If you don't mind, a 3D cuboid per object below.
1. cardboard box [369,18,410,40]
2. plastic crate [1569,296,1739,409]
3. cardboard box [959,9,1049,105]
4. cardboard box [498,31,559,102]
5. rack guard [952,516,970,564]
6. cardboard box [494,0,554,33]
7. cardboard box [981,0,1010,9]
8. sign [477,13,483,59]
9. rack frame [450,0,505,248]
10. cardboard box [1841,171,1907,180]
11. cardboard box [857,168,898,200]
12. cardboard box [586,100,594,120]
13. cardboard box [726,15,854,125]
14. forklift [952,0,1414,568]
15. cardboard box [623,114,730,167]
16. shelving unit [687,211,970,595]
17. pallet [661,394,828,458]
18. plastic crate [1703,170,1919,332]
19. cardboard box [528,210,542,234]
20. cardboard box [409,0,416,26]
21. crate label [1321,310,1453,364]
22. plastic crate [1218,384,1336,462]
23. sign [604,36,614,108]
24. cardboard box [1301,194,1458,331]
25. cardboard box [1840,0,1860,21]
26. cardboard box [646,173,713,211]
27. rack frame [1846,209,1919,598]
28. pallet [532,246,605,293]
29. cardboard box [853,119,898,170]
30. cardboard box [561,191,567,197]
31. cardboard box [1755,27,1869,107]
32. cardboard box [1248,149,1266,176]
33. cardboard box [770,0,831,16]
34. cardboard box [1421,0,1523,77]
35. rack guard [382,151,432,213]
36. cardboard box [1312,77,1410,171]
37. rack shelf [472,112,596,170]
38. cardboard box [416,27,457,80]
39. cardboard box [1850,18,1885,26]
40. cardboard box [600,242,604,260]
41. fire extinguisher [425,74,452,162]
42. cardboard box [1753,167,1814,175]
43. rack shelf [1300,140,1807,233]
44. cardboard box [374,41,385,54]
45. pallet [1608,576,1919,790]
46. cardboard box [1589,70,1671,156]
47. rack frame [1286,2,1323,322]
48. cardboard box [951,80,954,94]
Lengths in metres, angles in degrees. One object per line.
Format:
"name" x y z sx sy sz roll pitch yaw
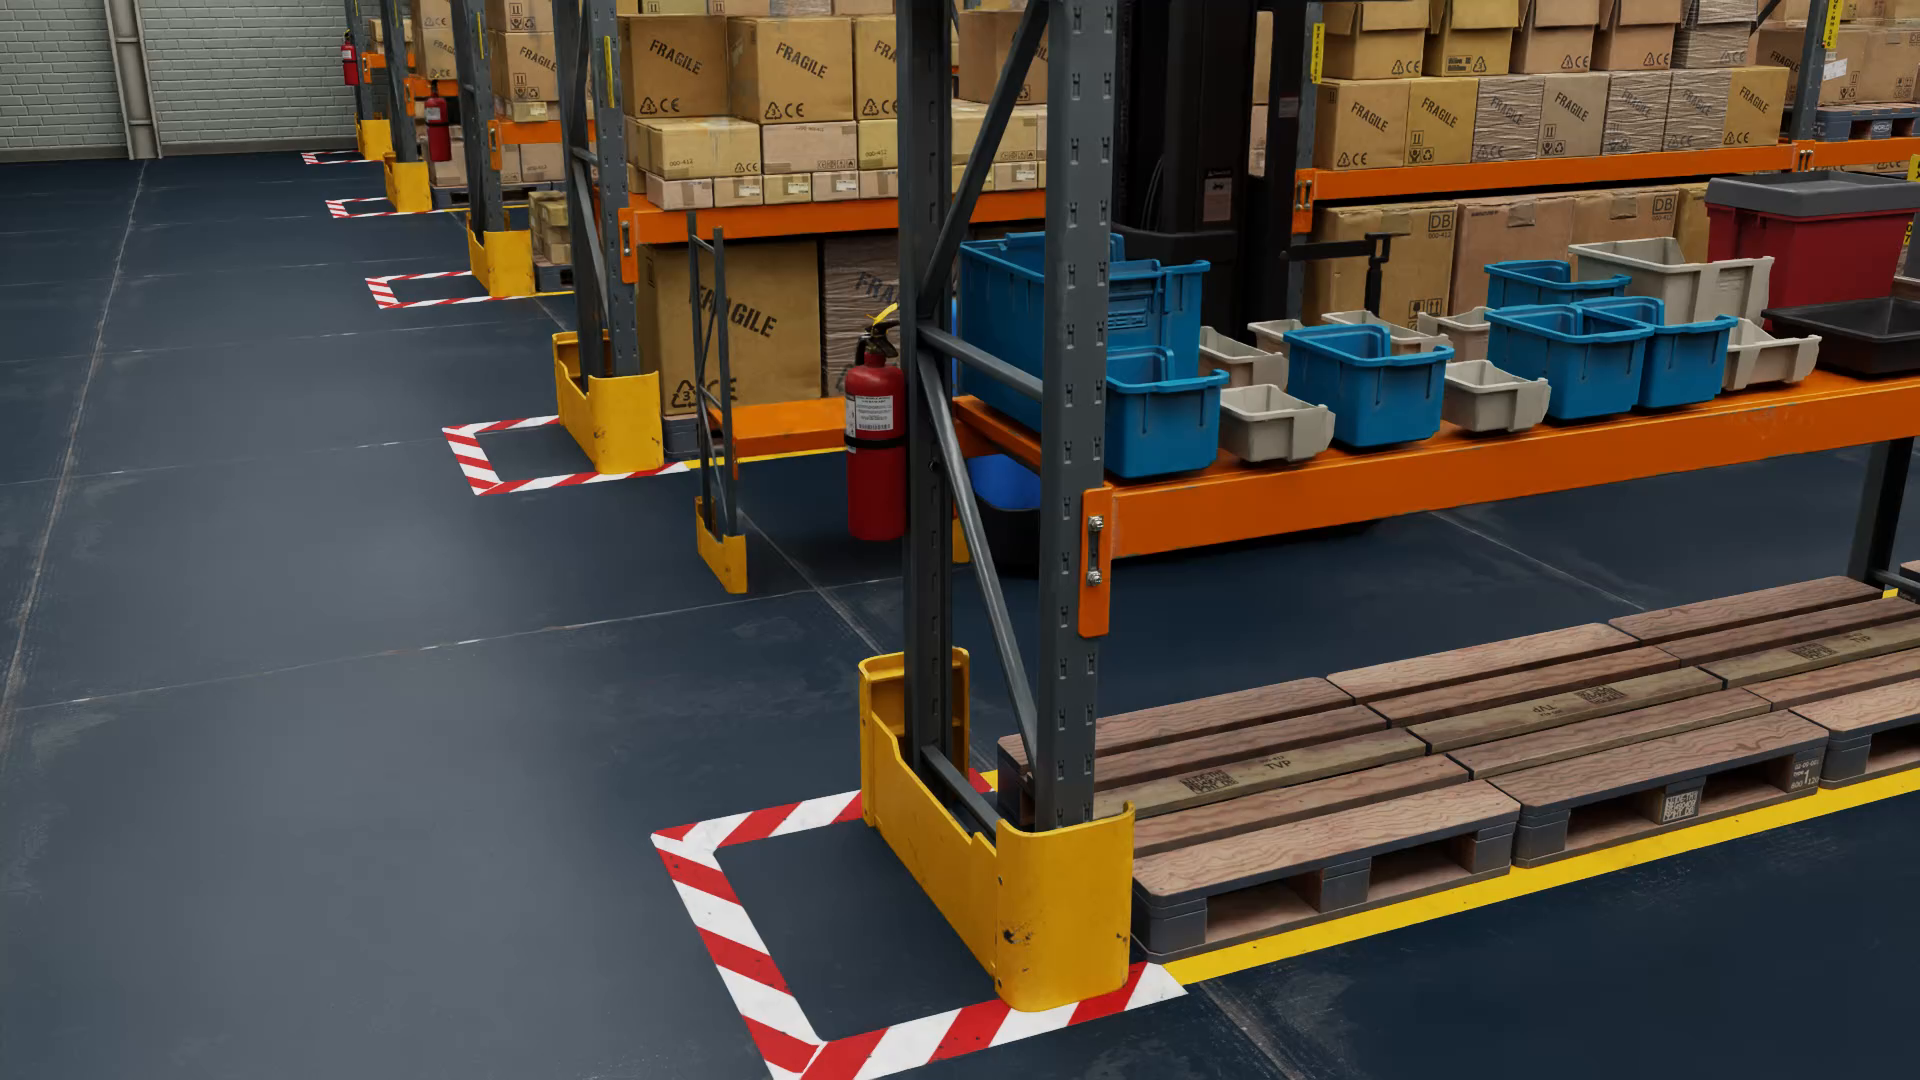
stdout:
"cardboard box" -7.456 -6.689 21.782 0.500 0.250 0.500 -8 21 -20
"plastic crate" 1.925 -0.527 4.664 0.300 0.233 0.416 -8 21 -22
"cardboard box" 0.322 -2.775 9.537 0.500 0.500 0.500 -9 21 -24
"cardboard box" -3.229 -3.631 12.720 0.500 0.500 0.500 -7 21 -19
"rack guard" -0.096 -0.108 7.452 0.087 0.250 0.587 -8 21 -20
"cardboard box" -3.233 -4.106 12.564 0.500 0.500 0.500 -8 21 -22
"cardboard box" 0.244 -6.255 19.115 0.500 0.500 0.500 -8 21 -22
"sign" -3.535 -3.712 12.244 0.005 0.325 0.100 -8 21 -22
"rack frame" -3.750 -3.469 12.858 0.127 3.000 1.000 -8 21 -22
"cardboard box" 6.554 -2.548 12.214 0.500 0.250 0.500 -6 20 -16
"cardboard box" -0.479 -1.907 8.799 0.250 0.149 0.380 -9 21 -23
"cardboard box" -2.837 -3.358 12.922 0.250 0.149 0.380 -9 21 -23
"cardboard box" -0.872 -2.413 8.508 0.500 0.500 0.500 -9 21 -23
"forklift" 1.380 -1.546 7.500 3.031 2.935 1.130 -8 21 -20
"cardboard box" -1.538 -2.157 8.911 0.500 0.250 0.500 -9 21 -23
"shelving unit" -0.559 -0.636 7.071 1.083 1.500 0.587 -8 21 -20
"pallet" -1.175 -0.757 9.354 1.213 0.211 1.003 -8 21 -22
"plastic crate" 2.837 -0.977 5.592 0.583 0.464 0.402 -8 21 -22
"cardboard box" -3.379 -2.619 13.657 0.250 0.149 0.380 -9 21 -23
"cardboard box" -5.455 -5.620 17.311 0.500 0.500 0.500 -7 21 -20
"crate label" 1.279 -0.577 4.951 0.243 0.136 0.396 -8 21 -22
"plastic crate" 0.768 -0.286 4.124 0.298 0.136 0.250 -8 21 -22
"sign" -1.664 -2.219 7.885 0.005 0.325 0.100 -8 21 -22
"cardboard box" 2.374 -1.756 10.558 0.875 0.875 1.225 -8 21 -22
"cardboard box" 9.113 -5.875 17.839 0.500 0.550 0.875 -8 21 -22
"cardboard box" -1.422 -1.771 8.413 0.250 0.149 0.380 -8 21 -21
"rack frame" 3.756 -0.959 5.729 0.127 3.000 1.000 -8 21 -22
"pallet" -2.920 -2.260 13.622 1.213 0.211 1.003 -8 21 -22
"cardboard box" -0.393 -2.129 8.830 0.500 0.250 0.500 -9 21 -24
"cardboard box" -3.111 -2.766 13.624 0.250 0.149 0.380 -8 21 -21
"cardboard box" 5.947 -3.324 11.663 0.500 0.500 0.500 -11 22 -29
"cardboard box" 1.644 -2.211 9.663 0.250 0.149 0.380 -8 21 -22
"cardboard box" -1.350 -4.377 13.334 0.500 0.500 0.500 -8 21 -21
"cardboard box" 3.013 -3.163 10.328 0.637 0.503 0.797 -8 21 -21
"rack guard" -5.826 -3.783 17.514 0.348 0.500 1.175 -8 21 -22
"cardboard box" 2.316 -2.501 9.958 0.500 0.500 0.500 -8 21 -22
"rack shelf" -1.914 -3.393 13.725 4.000 0.370 1.077 -8 21 -22
"cardboard box" -5.249 -4.988 17.021 0.500 0.500 0.500 -8 21 -22
"cardboard box" 9.558 -5.468 18.308 0.550 0.550 0.875 -8 21 -22
"cardboard box" -2.934 -2.353 13.349 0.250 0.149 0.380 -8 21 -22
"fire extinguisher" -4.164 -3.364 13.238 0.183 0.674 0.296 -8 21 -22
"cardboard box" 8.700 -4.425 18.139 0.875 0.875 0.875 -8 21 -22
"rack shelf" 3.631 -2.393 10.886 4.000 0.370 1.077 -8 21 -22
"cardboard box" -7.363 -6.320 21.332 0.250 0.149 0.380 -8 21 -22
"pallet" 3.097 0.465 5.884 1.213 0.211 1.003 -8 21 -22
"cardboard box" 4.177 -2.769 10.720 0.500 0.500 0.500 -9 21 -24
"rack frame" 1.795 -2.469 10.019 0.127 3.000 1.000 -8 21 -22
"cardboard box" 0.054 -5.032 19.864 0.875 0.875 0.875 -8 21 -21
